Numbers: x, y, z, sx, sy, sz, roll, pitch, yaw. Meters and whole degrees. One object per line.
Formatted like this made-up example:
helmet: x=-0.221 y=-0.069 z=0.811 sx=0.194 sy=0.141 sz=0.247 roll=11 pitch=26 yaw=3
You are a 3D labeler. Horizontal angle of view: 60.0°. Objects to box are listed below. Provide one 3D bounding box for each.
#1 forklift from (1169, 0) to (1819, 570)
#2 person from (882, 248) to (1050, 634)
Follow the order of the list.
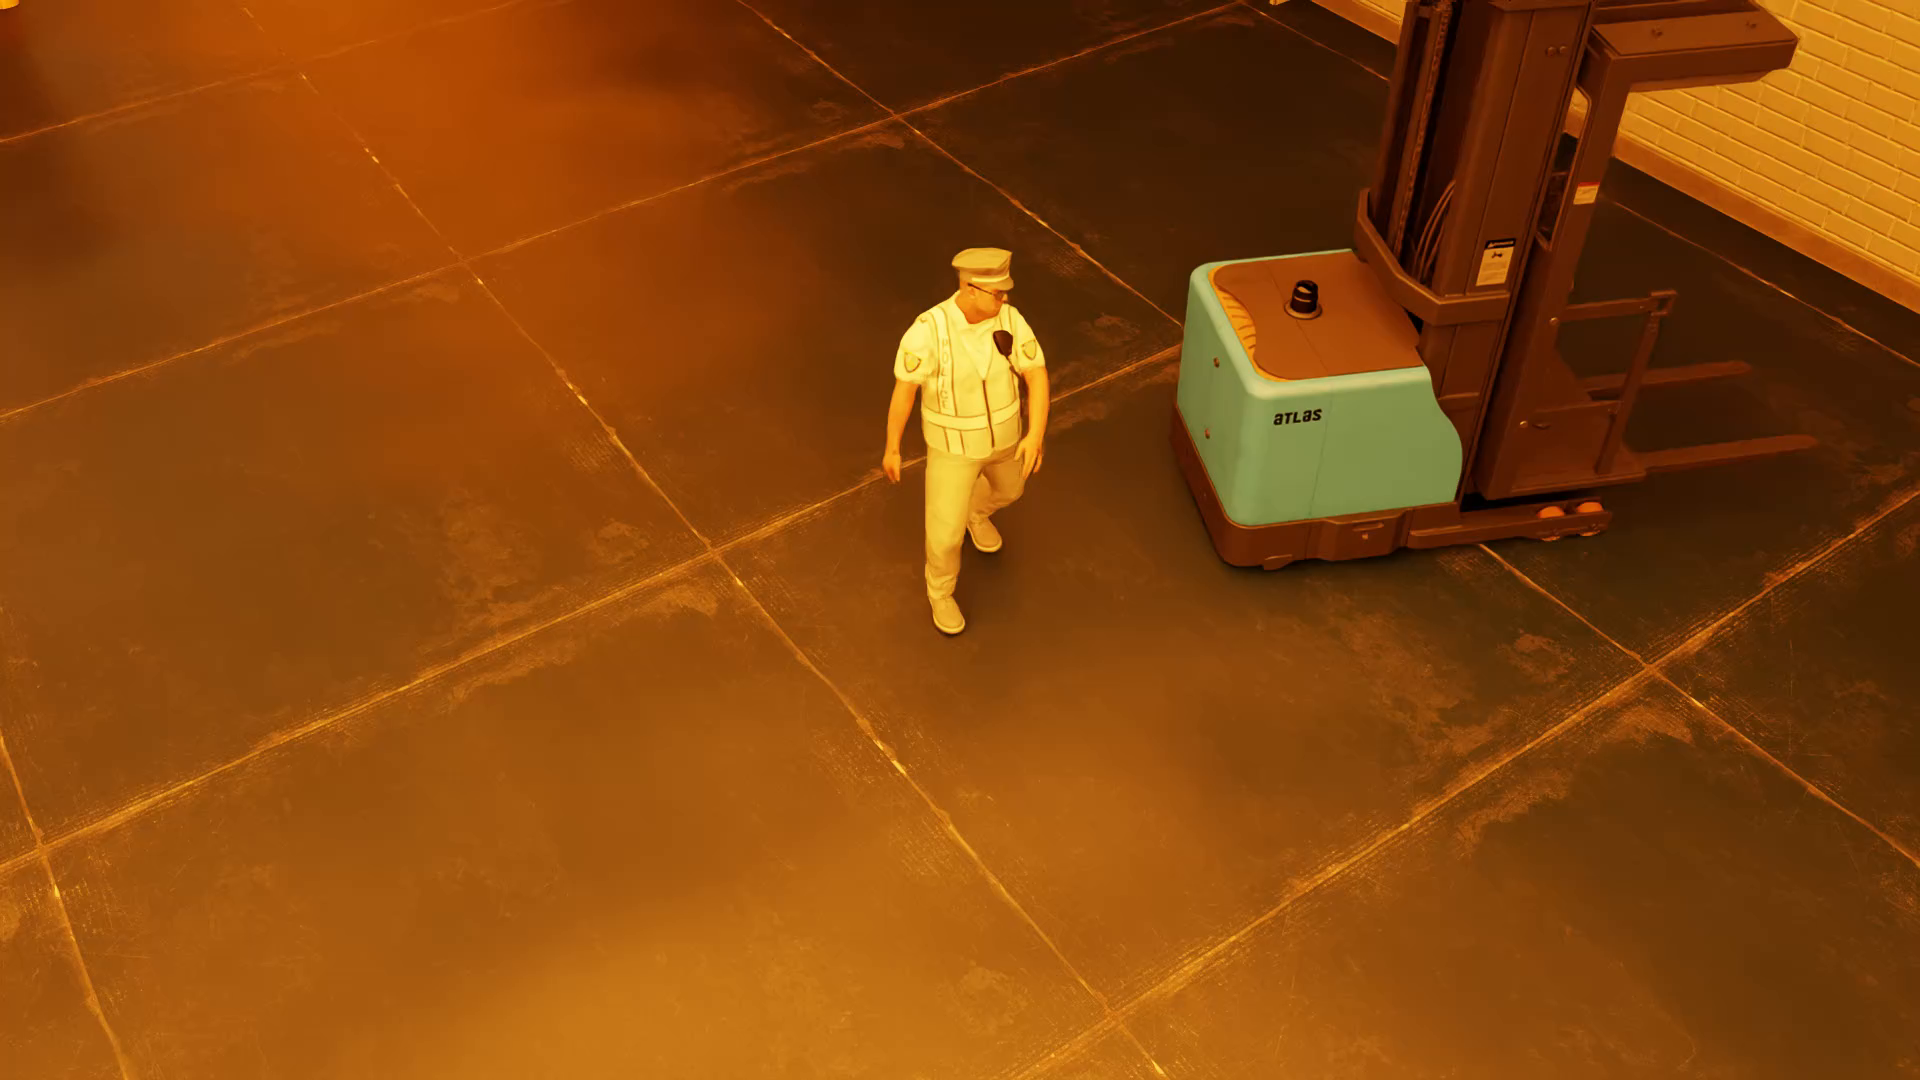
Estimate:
forklift: x=2.615 y=-1.421 z=7.257 sx=3.031 sy=2.935 sz=1.130 roll=-7 pitch=43 yaw=-7
person: x=0.029 y=-0.421 z=7.111 sx=0.722 sy=1.662 sz=0.811 roll=-22 pitch=47 yaw=-22
